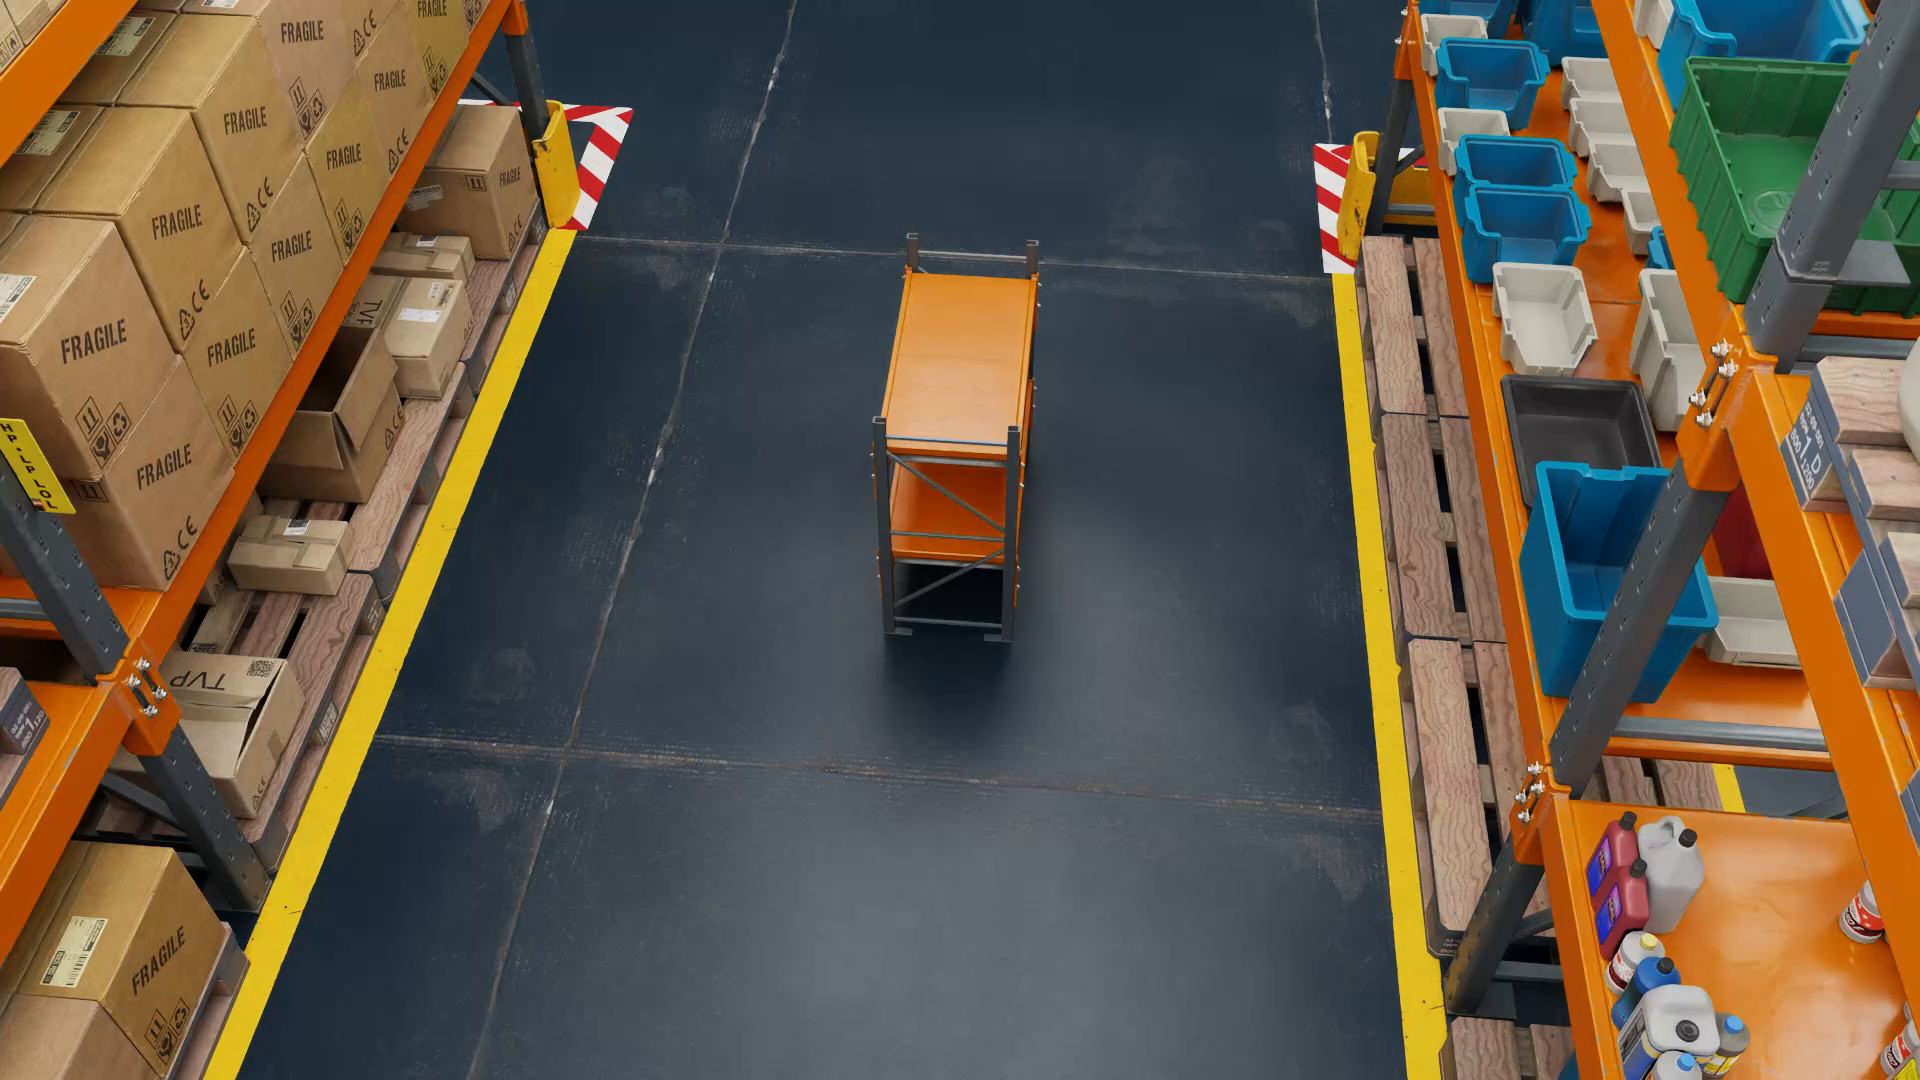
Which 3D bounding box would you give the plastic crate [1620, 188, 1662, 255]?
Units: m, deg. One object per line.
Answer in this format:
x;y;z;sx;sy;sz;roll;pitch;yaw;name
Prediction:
2.495;-1.111;5.898;0.298;0.136;0.250;4;48;4;plastic crate

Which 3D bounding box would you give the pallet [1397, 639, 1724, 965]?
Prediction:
2.103;0.909;5.802;1.003;0.211;1.213;4;48;4;pallet

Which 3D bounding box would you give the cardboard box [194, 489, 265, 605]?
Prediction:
-3.020;-0.055;6.318;0.500;0.311;0.500;4;48;4;cardboard box

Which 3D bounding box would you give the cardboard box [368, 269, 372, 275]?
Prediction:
-2.871;-1.237;7.440;0.500;0.250;0.500;4;48;4;cardboard box

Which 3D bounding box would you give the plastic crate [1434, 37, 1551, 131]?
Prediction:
2.029;-1.749;6.416;0.416;0.233;0.300;4;48;4;plastic crate

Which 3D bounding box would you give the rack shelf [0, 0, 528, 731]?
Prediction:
-2.675;-1.052;6.193;1.077;0.370;4.000;4;48;4;rack shelf

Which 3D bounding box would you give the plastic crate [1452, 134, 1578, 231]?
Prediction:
1.969;-1.266;5.974;0.416;0.233;0.300;4;48;4;plastic crate

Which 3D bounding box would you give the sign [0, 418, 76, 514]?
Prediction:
-2.305;-0.181;4.124;0.100;0.325;0.005;4;48;4;sign

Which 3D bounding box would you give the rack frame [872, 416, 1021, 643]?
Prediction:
-0.046;-0.011;6.024;0.500;1.125;0.032;4;48;4;rack frame

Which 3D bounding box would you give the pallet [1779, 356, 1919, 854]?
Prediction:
2.101;0.145;2.706;1.213;0.211;1.003;4;48;4;pallet

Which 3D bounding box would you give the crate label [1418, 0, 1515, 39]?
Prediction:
2.089;-2.233;6.858;0.416;0.233;0.303;4;48;4;crate label

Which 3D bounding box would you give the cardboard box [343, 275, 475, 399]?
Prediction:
-2.414;-0.873;7.107;0.500;0.250;0.500;4;48;4;cardboard box

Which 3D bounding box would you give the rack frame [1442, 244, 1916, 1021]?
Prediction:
2.075;0.511;4.276;1.000;3.000;0.127;4;48;4;rack frame

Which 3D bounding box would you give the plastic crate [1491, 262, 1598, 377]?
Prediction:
1.934;-0.720;5.540;0.293;0.136;0.466;4;48;4;plastic crate

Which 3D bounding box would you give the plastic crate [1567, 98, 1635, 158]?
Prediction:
2.505;-1.537;6.287;0.396;0.136;0.243;4;48;4;plastic crate

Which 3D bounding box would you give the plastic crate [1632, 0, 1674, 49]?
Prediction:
1.812;-1.373;4.145;0.293;0.136;0.466;4;48;4;plastic crate

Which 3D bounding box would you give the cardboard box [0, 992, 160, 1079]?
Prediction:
-2.671;1.615;4.662;0.500;0.500;0.500;4;48;4;cardboard box

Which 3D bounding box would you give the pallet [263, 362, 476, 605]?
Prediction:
-2.685;-0.288;6.896;1.003;0.211;1.213;4;48;4;pallet

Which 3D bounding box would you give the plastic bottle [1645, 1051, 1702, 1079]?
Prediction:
1.582;1.221;3.714;0.097;0.271;0.097;0;48;0;plastic bottle

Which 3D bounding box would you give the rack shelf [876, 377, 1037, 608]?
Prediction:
0.001;-0.220;6.546;0.538;0.278;1.000;4;48;4;rack shelf

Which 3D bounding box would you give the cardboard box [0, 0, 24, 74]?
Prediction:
-2.567;-1.128;3.843;0.500;0.250;0.500;4;48;4;cardboard box

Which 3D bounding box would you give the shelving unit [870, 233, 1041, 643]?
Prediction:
0.001;-0.385;6.365;0.538;1.125;1.048;4;48;4;shelving unit

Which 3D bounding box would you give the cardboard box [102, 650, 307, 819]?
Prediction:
-2.604;0.640;5.682;0.500;0.311;0.500;4;48;4;cardboard box

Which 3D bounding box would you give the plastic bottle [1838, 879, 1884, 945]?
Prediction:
2.235;0.894;4.060;0.097;0.201;0.097;0;48;0;plastic bottle

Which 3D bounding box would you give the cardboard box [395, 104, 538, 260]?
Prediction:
-2.297;-1.653;7.651;0.500;0.500;0.500;4;48;4;cardboard box

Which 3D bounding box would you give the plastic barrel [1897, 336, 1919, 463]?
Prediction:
1.777;-0.319;2.626;0.433;0.535;0.433;0;48;0;plastic barrel

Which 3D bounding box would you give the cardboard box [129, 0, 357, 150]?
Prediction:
-2.394;-1.660;5.516;0.500;0.500;0.500;5;48;5;cardboard box

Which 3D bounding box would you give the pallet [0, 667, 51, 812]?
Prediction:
-3.039;0.819;4.124;1.003;0.211;1.213;4;48;4;pallet

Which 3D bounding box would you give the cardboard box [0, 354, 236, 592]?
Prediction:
-2.540;-0.215;4.872;0.500;0.500;0.500;5;48;5;cardboard box

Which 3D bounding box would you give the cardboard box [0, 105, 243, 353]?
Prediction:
-2.488;-0.903;4.824;0.500;0.500;0.500;3;48;2;cardboard box

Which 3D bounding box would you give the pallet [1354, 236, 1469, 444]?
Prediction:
2.326;-0.884;7.442;1.003;0.211;1.213;4;48;4;pallet

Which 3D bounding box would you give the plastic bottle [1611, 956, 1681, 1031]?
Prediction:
1.603;1.050;3.870;0.097;0.271;0.097;0;48;0;plastic bottle

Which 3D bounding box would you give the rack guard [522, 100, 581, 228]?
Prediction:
-2.500;-1.865;8.143;1.175;0.500;0.348;4;48;4;rack guard

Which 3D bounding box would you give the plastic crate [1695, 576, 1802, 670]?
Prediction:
2.260;0.247;4.655;0.396;0.136;0.243;4;48;4;plastic crate

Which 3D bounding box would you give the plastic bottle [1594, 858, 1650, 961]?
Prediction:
1.604;0.889;4.009;0.061;0.283;0.133;4;48;4;plastic bottle

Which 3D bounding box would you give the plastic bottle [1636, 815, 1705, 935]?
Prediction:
1.716;0.794;4.050;0.144;0.351;0.185;4;48;4;plastic bottle

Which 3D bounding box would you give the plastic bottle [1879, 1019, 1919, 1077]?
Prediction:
2.202;1.163;3.814;0.097;0.201;0.097;0;48;0;plastic bottle

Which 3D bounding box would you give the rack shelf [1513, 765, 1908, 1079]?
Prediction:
1.893;2.223;3.197;1.077;0.370;4.000;4;48;4;rack shelf

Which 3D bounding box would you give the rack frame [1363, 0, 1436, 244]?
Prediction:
2.439;-2.429;6.964;1.000;3.000;0.127;4;48;4;rack frame

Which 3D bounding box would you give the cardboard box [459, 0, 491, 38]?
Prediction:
-2.263;-2.451;6.917;0.500;0.500;0.500;5;48;5;cardboard box

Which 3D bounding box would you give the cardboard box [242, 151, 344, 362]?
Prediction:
-2.448;-0.959;5.553;0.500;0.500;0.500;4;48;3;cardboard box

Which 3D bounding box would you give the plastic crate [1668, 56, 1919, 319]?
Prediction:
1.812;-0.762;3.551;0.450;0.188;0.662;4;48;4;plastic crate

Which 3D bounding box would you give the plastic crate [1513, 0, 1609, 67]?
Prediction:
2.595;-2.202;6.693;0.616;0.435;0.499;4;48;4;plastic crate

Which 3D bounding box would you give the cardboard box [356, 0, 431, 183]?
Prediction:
-2.358;-1.703;6.233;0.500;0.500;0.500;4;48;4;cardboard box

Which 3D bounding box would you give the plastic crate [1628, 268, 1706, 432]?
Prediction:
2.397;-0.579;5.313;0.437;0.282;0.530;4;48;4;plastic crate

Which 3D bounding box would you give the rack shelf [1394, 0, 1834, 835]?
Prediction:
2.257;-0.716;5.886;1.077;0.370;4.000;4;48;4;rack shelf
